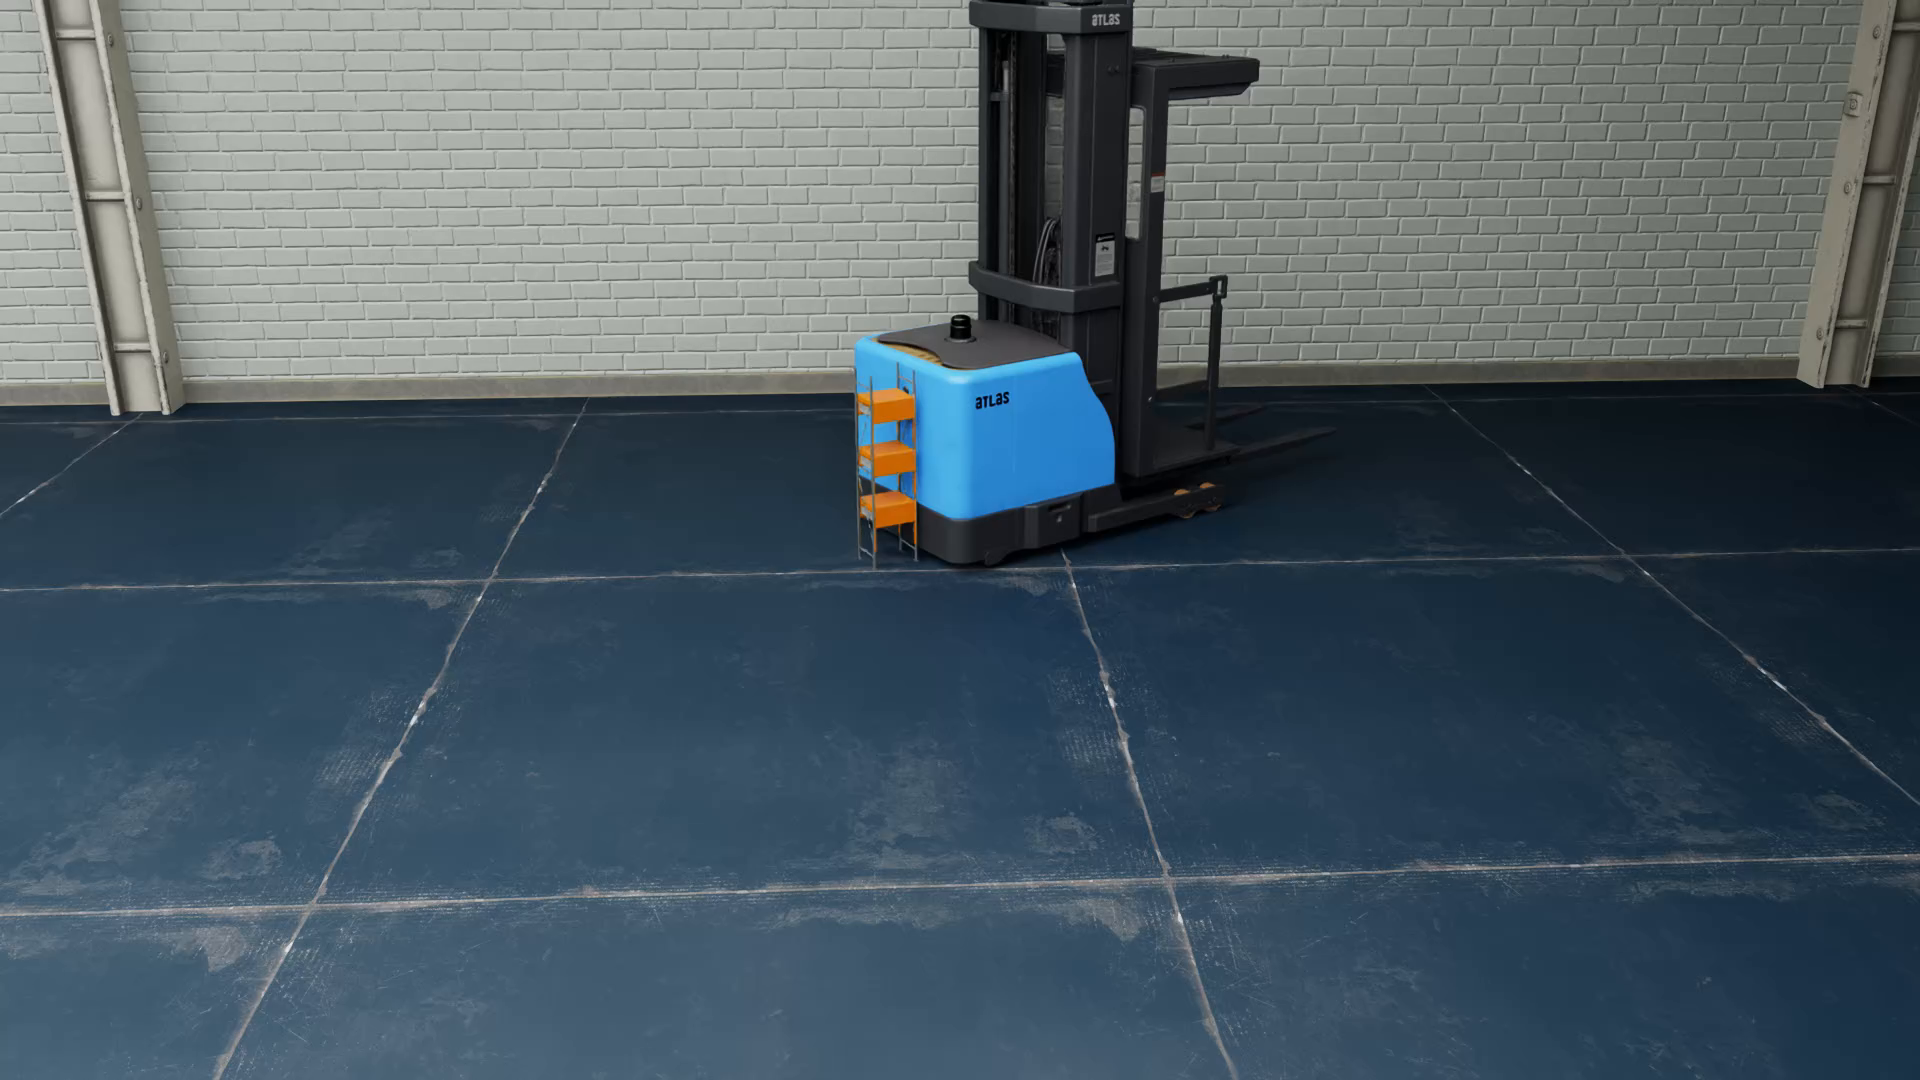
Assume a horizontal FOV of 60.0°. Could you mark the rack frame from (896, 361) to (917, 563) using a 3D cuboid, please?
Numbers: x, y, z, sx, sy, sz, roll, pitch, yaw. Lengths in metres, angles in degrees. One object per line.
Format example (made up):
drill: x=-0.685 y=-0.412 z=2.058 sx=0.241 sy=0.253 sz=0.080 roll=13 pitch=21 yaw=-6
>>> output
rack frame: x=-0.277 y=-0.401 z=8.698 sx=0.008 sy=1.050 sz=0.200 roll=-11 pitch=24 yaw=-27

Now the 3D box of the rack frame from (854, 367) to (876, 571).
rack frame: x=-0.491 y=-0.359 z=8.588 sx=0.008 sy=1.050 sz=0.200 roll=-11 pitch=24 yaw=-27

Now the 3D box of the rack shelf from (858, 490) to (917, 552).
rack shelf: x=-0.384 y=-0.110 z=8.746 sx=0.240 sy=0.259 sz=0.215 roll=-11 pitch=24 yaw=-27

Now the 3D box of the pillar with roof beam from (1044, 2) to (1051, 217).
pillar with roof beam: x=0.625 y=-3.710 z=6.217 sx=0.400 sy=9.000 sz=9.100 roll=-1 pitch=21 yaw=-3

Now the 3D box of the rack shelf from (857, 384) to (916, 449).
rack shelf: x=-0.384 y=-0.635 z=8.546 sx=0.240 sy=0.259 sz=0.215 roll=-11 pitch=24 yaw=-27

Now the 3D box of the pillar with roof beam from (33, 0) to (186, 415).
pillar with roof beam: x=-5.365 y=-3.588 z=5.897 sx=0.400 sy=9.000 sz=9.100 roll=-1 pitch=21 yaw=-3

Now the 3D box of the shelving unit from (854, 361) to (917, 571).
shelving unit: x=-0.384 y=-0.380 z=8.643 sx=0.252 sy=1.050 sz=0.215 roll=-11 pitch=24 yaw=-27

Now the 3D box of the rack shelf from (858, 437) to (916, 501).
rack shelf: x=-0.384 y=-0.370 z=8.647 sx=0.240 sy=0.259 sz=0.215 roll=-11 pitch=24 yaw=-27

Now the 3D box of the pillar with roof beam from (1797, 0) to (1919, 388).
pillar with roof beam: x=6.615 y=-3.831 z=6.537 sx=0.400 sy=9.000 sz=9.100 roll=-1 pitch=21 yaw=-3

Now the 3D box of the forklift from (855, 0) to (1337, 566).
forklift: x=0.910 y=-1.629 z=9.279 sx=3.031 sy=2.935 sz=1.130 roll=-14 pitch=25 yaw=-33
